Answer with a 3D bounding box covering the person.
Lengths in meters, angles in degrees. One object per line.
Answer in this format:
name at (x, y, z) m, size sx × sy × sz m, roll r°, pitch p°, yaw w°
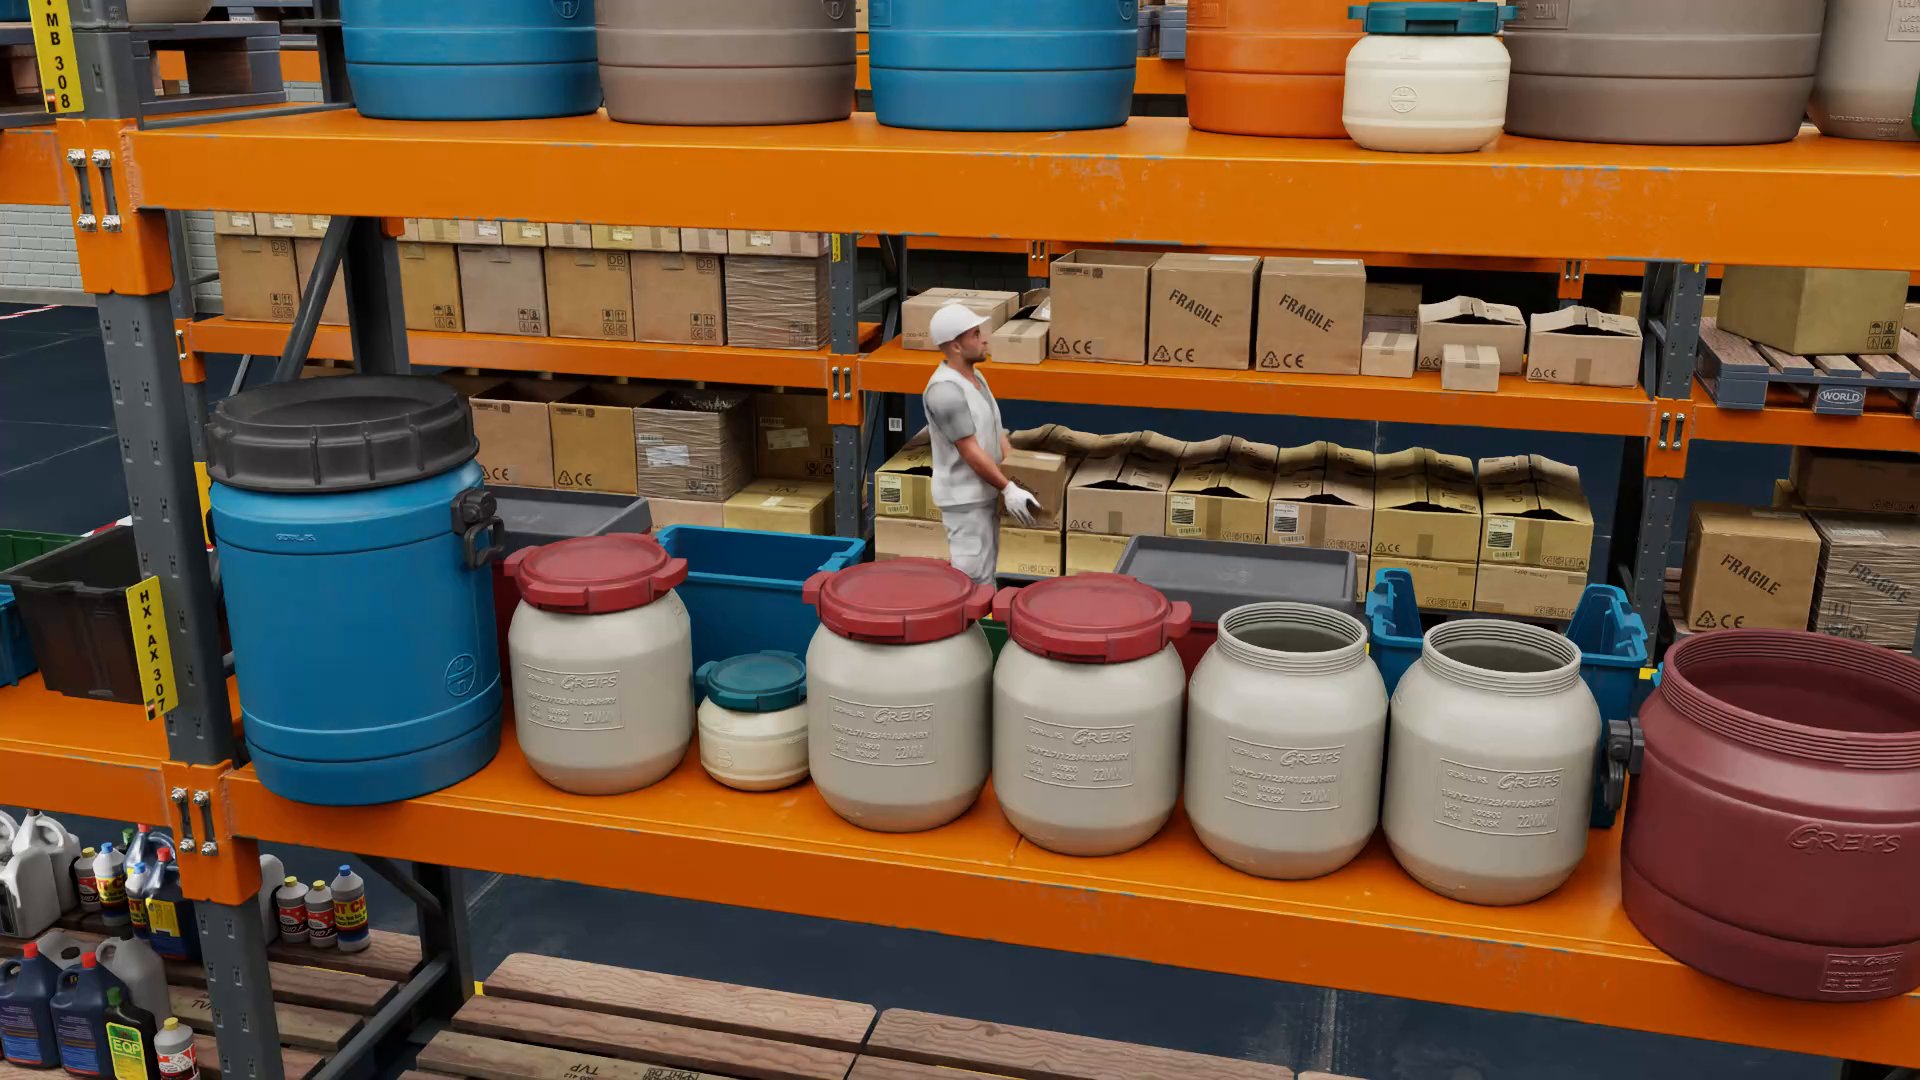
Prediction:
person at (0.139, -0.170, 7.515) m, size 0.514 × 1.792 × 0.538 m, roll 5°, pitch 19°, yaw 14°
